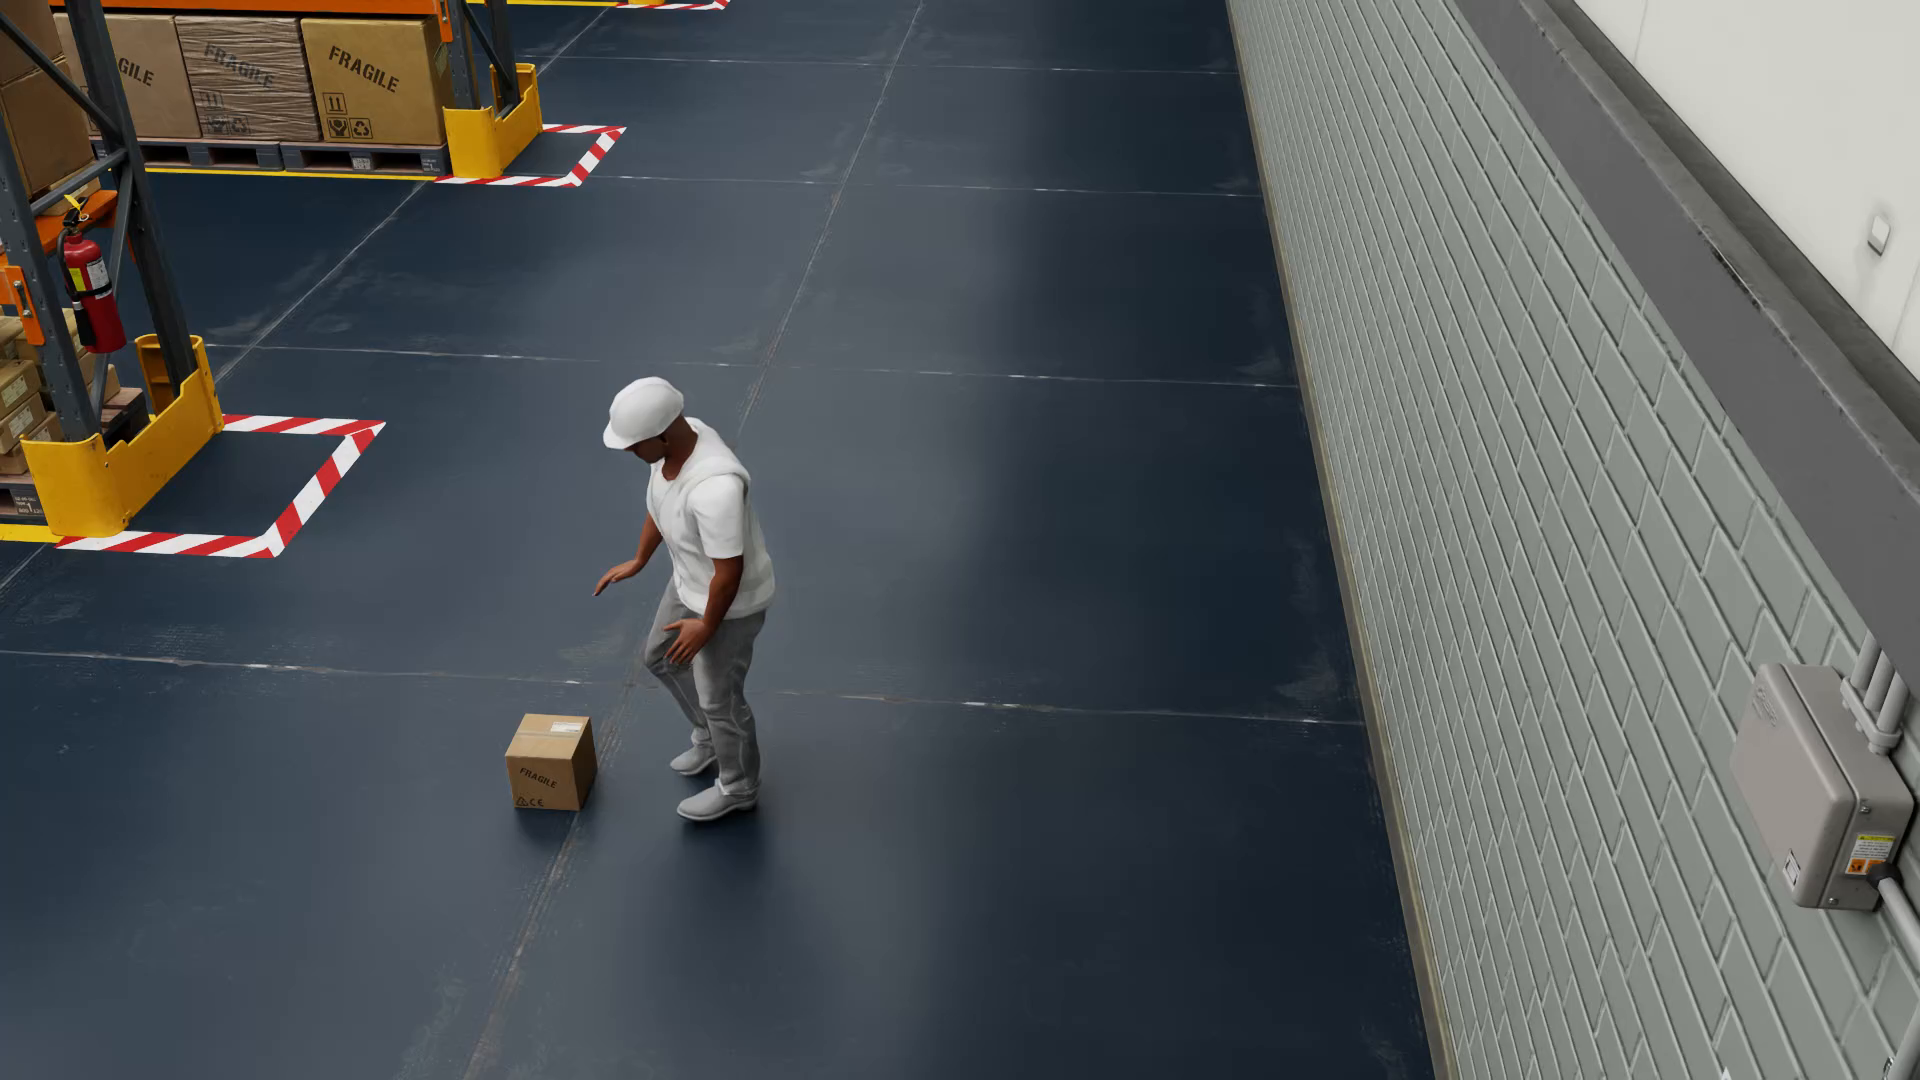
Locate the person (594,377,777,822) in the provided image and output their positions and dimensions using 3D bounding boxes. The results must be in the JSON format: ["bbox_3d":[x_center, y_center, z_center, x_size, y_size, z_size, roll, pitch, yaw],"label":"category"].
[{"bbox_3d":[-0.939,0.227,5.762,0.570,1.782,0.589,-15,35,-22],"label":"person"}]
